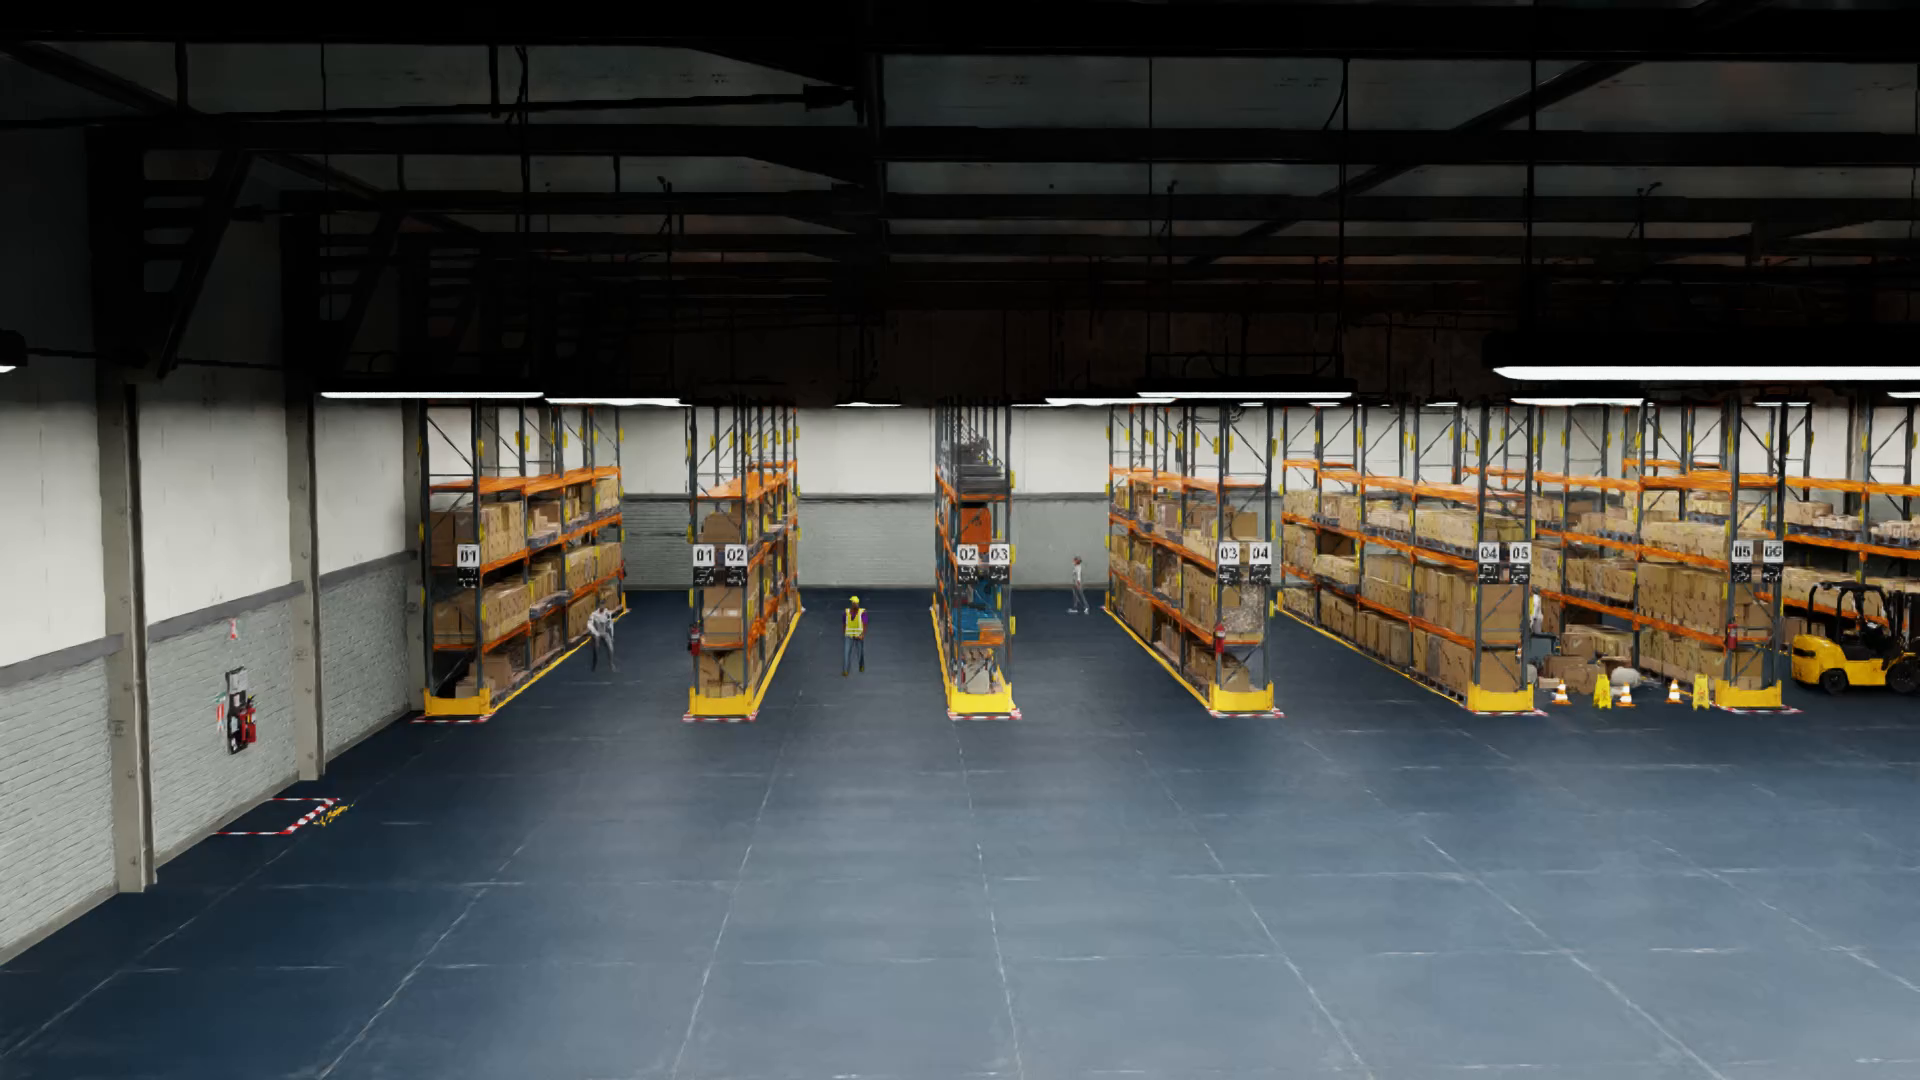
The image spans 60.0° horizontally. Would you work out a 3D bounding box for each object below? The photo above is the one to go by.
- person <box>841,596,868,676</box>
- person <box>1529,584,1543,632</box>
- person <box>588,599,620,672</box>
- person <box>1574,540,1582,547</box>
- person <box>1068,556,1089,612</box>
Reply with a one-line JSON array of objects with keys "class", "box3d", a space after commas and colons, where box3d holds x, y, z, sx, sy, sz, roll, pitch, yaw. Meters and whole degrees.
[{"class": "person", "box3d": [-2.263, 2.048, 35.798, 0.567, 1.712, 1.050, 0, 5, 6]}, {"class": "person", "box3d": [13.246, 1.857, 38.383, 0.562, 1.663, 0.573, 2, 5, 27]}, {"class": "person", "box3d": [-7.804, 2.055, 36.266, 0.638, 1.608, 0.811, -2, 5, -19]}, {"class": "person", "box3d": [18.851, 0.871, 50.518, 0.611, 1.783, 0.566, -3, 5, -35]}, {"class": "person", "box3d": [3.342, 1.243, 46.873, 0.569, 1.585, 0.636, -1, 5, -6]}]
